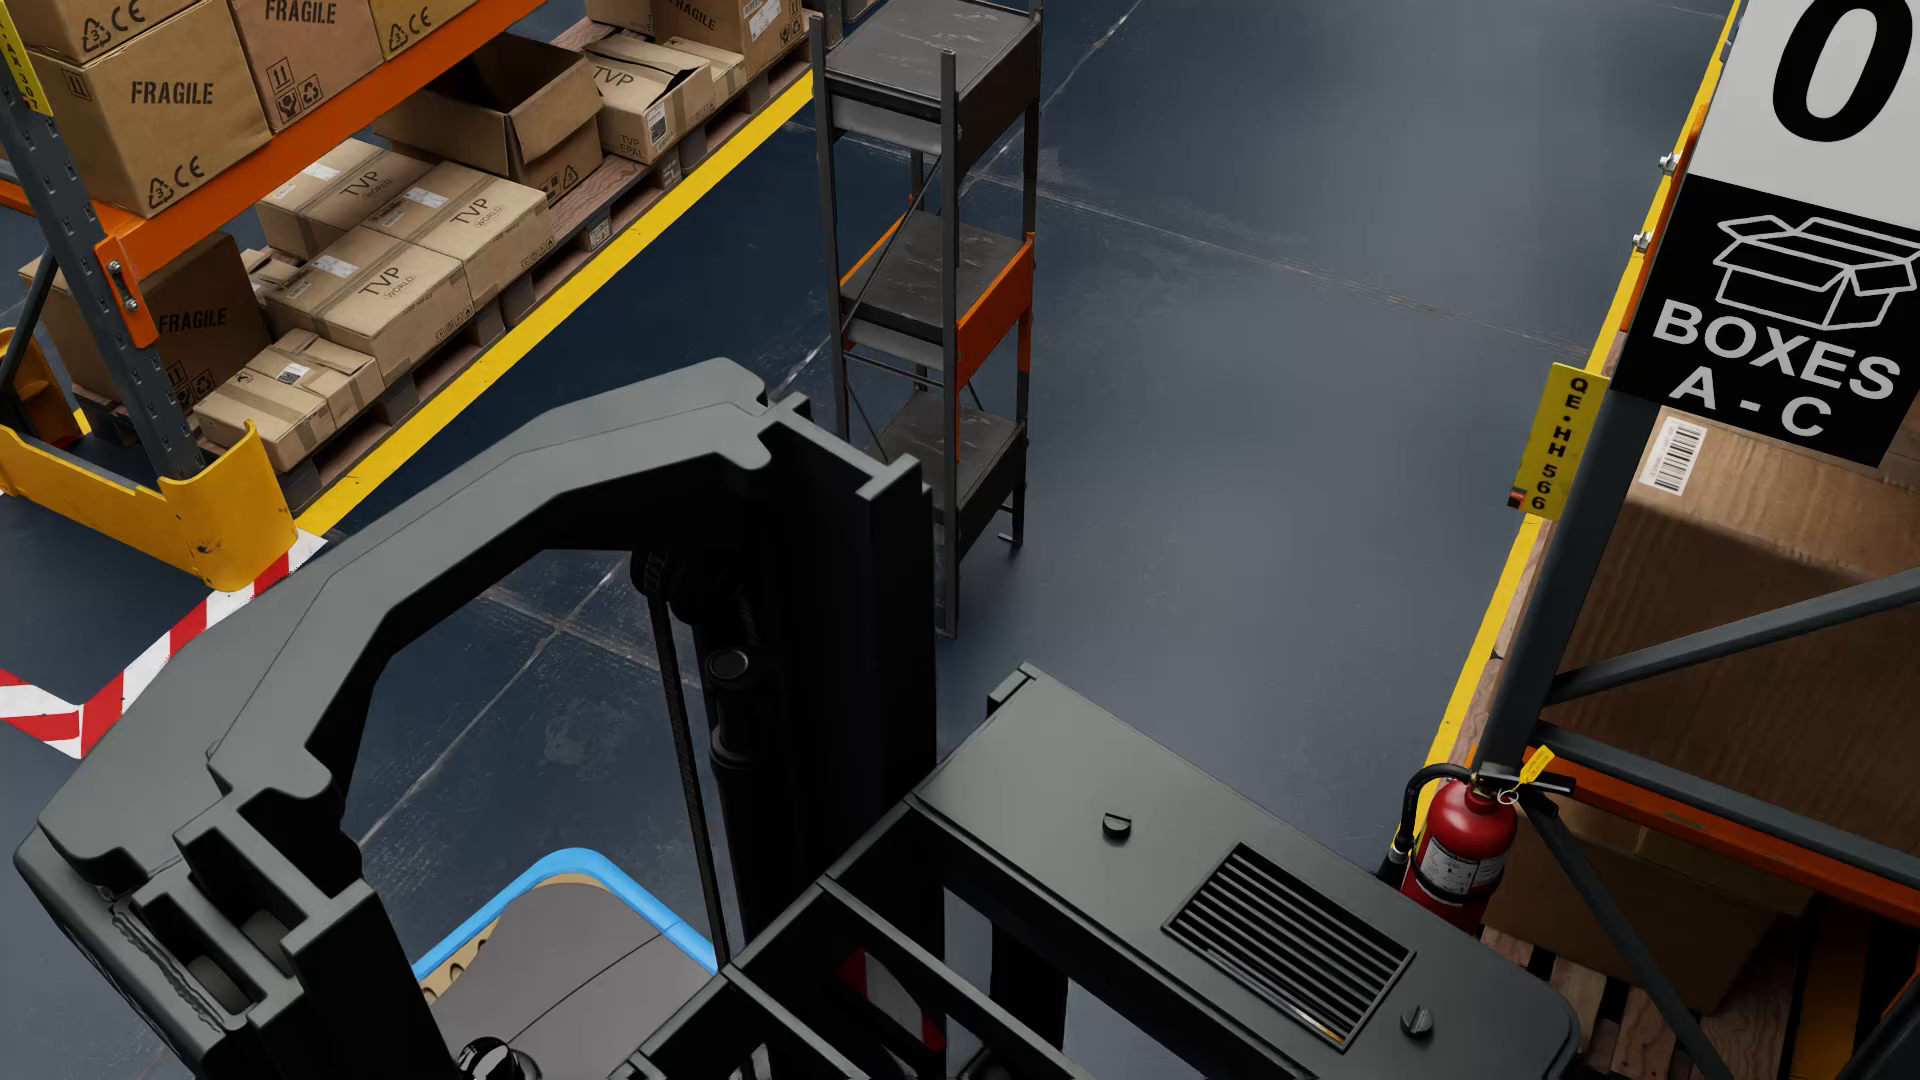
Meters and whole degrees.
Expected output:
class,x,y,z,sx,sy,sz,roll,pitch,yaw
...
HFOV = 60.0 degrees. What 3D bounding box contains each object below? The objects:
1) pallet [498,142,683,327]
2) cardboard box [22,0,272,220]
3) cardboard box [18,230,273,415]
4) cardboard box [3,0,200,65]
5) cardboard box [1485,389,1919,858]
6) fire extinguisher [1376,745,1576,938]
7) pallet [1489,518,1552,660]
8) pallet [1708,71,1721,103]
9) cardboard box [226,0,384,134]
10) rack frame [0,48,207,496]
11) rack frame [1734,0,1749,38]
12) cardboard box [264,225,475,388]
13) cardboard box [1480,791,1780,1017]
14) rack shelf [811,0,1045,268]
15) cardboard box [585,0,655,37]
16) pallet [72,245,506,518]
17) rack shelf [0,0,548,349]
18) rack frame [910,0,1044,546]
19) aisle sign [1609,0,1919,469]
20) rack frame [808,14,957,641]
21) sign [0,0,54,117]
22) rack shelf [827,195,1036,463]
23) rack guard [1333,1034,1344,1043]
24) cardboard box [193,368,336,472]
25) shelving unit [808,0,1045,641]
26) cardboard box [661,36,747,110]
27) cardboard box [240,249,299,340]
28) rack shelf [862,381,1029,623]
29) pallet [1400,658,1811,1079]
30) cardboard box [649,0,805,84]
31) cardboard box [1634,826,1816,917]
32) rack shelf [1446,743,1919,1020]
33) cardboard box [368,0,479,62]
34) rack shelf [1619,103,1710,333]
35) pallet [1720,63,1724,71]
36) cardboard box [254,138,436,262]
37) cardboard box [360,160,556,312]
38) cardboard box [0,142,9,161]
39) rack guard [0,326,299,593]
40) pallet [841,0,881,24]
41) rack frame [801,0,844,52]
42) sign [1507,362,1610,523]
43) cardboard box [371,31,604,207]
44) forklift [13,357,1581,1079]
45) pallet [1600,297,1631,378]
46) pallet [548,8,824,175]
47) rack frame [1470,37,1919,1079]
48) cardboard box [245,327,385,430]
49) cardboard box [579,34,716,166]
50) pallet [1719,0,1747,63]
class,x,y,z,sx,sy,sz,roll,pitch,yaw
pallet,-1.929,-1.450,7.035,1.003,0.211,1.213,20,49,19
cardboard box,-2.461,-1.342,4.897,0.500,0.500,0.500,21,49,20
cardboard box,-2.866,-0.814,5.894,0.500,0.500,0.500,20,49,19
cardboard box,-2.461,-1.694,4.542,0.500,0.500,0.500,22,49,20
cardboard box,1.717,0.089,3.343,0.980,0.700,0.700,23,50,21
fire extinguisher,1.010,0.619,3.345,0.296,0.674,0.183,20,49,19
pallet,2.358,0.204,5.400,1.003,0.211,1.213,20,49,19
pallet,3.637,-1.532,7.116,1.003,0.211,1.213,20,49,19
cardboard box,-2.226,-1.669,5.220,0.500,0.500,0.500,20,49,19
rack frame,-2.901,-1.115,4.743,1.000,3.000,0.127,20,49,19
rack frame,1.489,-1.590,0.995,1.000,3.000,0.127,20,49,19
cardboard box,-2.165,-0.867,6.121,0.500,0.250,0.500,20,49,19
cardboard box,1.725,0.776,4.337,0.700,0.500,0.500,20,49,19
rack shelf,-0.077,-1.116,4.412,0.431,0.518,0.480,20,49,19
cardboard box,-1.430,-2.651,7.842,0.500,0.311,0.500,20,49,19
pallet,-2.496,-0.685,6.279,1.003,0.211,1.213,20,49,19
rack shelf,-1.972,-2.122,6.244,1.077,0.370,4.000,20,49,19
rack frame,0.036,-0.788,5.052,0.400,2.100,0.015,20,49,19
aisle sign,1.190,-0.449,2.257,0.394,0.787,0.004,20,49,19
rack frame,-0.190,-0.480,4.748,0.400,2.100,0.015,20,49,19
sign,-2.420,-1.240,4.258,0.100,0.325,0.005,20,49,19
rack shelf,-0.077,-0.624,4.910,0.431,0.518,0.480,20,49,19
rack guard,1.478,1.412,4.003,1.175,0.500,0.348,20,49,19
cardboard box,-2.402,-0.417,5.749,0.380,0.149,0.250,20,49,19
shelving unit,-0.077,-0.634,4.900,0.431,2.100,0.503,20,49,19
cardboard box,-1.178,-2.078,7.390,0.380,0.149,0.250,20,49,19
cardboard box,-2.599,-0.923,6.236,0.380,0.166,0.250,20,49,19
rack shelf,-0.077,-0.132,5.408,0.431,0.518,0.480,20,49,19
pallet,1.791,0.969,4.644,1.003,0.211,1.213,20,49,19
cardboard box,-1.057,-2.458,7.518,0.500,0.500,0.500,20,49,19
cardboard box,1.844,0.692,3.963,0.380,0.149,0.250,21,49,19
rack shelf,2.417,-0.489,4.630,1.077,0.370,4.000,20,49,19
cardboard box,-1.991,-1.984,5.532,0.500,0.500,0.500,20,49,19
rack shelf,2.417,-1.543,3.563,1.077,0.370,4.000,20,49,19
pallet,4.202,-2.304,7.878,1.003,0.211,1.213,20,49,19
cardboard box,-2.399,-1.315,6.565,0.500,0.250,0.500,20,49,19
cardboard box,-1.933,-1.182,6.433,0.500,0.250,0.500,20,49,19
cardboard box,-2.934,-1.522,5.075,0.500,0.500,0.500,22,49,20
rack guard,-2.865,-0.284,5.679,1.175,0.500,0.348,20,49,19
pallet,-0.700,-3.179,8.744,1.003,0.211,1.213,20,49,19
rack frame,-1.044,-3.635,7.233,1.000,3.000,0.127,20,49,19
sign,1.015,-0.160,2.818,0.100,0.325,0.005,20,49,19
cardboard box,-1.911,-1.726,6.793,0.797,0.503,0.637,20,49,19
forklift,-0.028,1.305,2.399,3.031,2.935,1.130,31,53,27
pallet,2.923,-0.568,6.163,1.003,0.211,1.213,20,49,19
pallet,-1.363,-2.222,7.798,1.003,0.211,1.213,20,49,19
rack frame,1.489,0.519,3.129,1.000,3.000,0.127,20,49,19
cardboard box,-2.286,-0.581,5.898,0.380,0.166,0.250,20,49,19
cardboard box,-1.405,-1.919,7.119,0.500,0.311,0.500,20,49,19
pallet,1.824,-0.976,2.558,1.003,0.211,1.213,20,49,19
